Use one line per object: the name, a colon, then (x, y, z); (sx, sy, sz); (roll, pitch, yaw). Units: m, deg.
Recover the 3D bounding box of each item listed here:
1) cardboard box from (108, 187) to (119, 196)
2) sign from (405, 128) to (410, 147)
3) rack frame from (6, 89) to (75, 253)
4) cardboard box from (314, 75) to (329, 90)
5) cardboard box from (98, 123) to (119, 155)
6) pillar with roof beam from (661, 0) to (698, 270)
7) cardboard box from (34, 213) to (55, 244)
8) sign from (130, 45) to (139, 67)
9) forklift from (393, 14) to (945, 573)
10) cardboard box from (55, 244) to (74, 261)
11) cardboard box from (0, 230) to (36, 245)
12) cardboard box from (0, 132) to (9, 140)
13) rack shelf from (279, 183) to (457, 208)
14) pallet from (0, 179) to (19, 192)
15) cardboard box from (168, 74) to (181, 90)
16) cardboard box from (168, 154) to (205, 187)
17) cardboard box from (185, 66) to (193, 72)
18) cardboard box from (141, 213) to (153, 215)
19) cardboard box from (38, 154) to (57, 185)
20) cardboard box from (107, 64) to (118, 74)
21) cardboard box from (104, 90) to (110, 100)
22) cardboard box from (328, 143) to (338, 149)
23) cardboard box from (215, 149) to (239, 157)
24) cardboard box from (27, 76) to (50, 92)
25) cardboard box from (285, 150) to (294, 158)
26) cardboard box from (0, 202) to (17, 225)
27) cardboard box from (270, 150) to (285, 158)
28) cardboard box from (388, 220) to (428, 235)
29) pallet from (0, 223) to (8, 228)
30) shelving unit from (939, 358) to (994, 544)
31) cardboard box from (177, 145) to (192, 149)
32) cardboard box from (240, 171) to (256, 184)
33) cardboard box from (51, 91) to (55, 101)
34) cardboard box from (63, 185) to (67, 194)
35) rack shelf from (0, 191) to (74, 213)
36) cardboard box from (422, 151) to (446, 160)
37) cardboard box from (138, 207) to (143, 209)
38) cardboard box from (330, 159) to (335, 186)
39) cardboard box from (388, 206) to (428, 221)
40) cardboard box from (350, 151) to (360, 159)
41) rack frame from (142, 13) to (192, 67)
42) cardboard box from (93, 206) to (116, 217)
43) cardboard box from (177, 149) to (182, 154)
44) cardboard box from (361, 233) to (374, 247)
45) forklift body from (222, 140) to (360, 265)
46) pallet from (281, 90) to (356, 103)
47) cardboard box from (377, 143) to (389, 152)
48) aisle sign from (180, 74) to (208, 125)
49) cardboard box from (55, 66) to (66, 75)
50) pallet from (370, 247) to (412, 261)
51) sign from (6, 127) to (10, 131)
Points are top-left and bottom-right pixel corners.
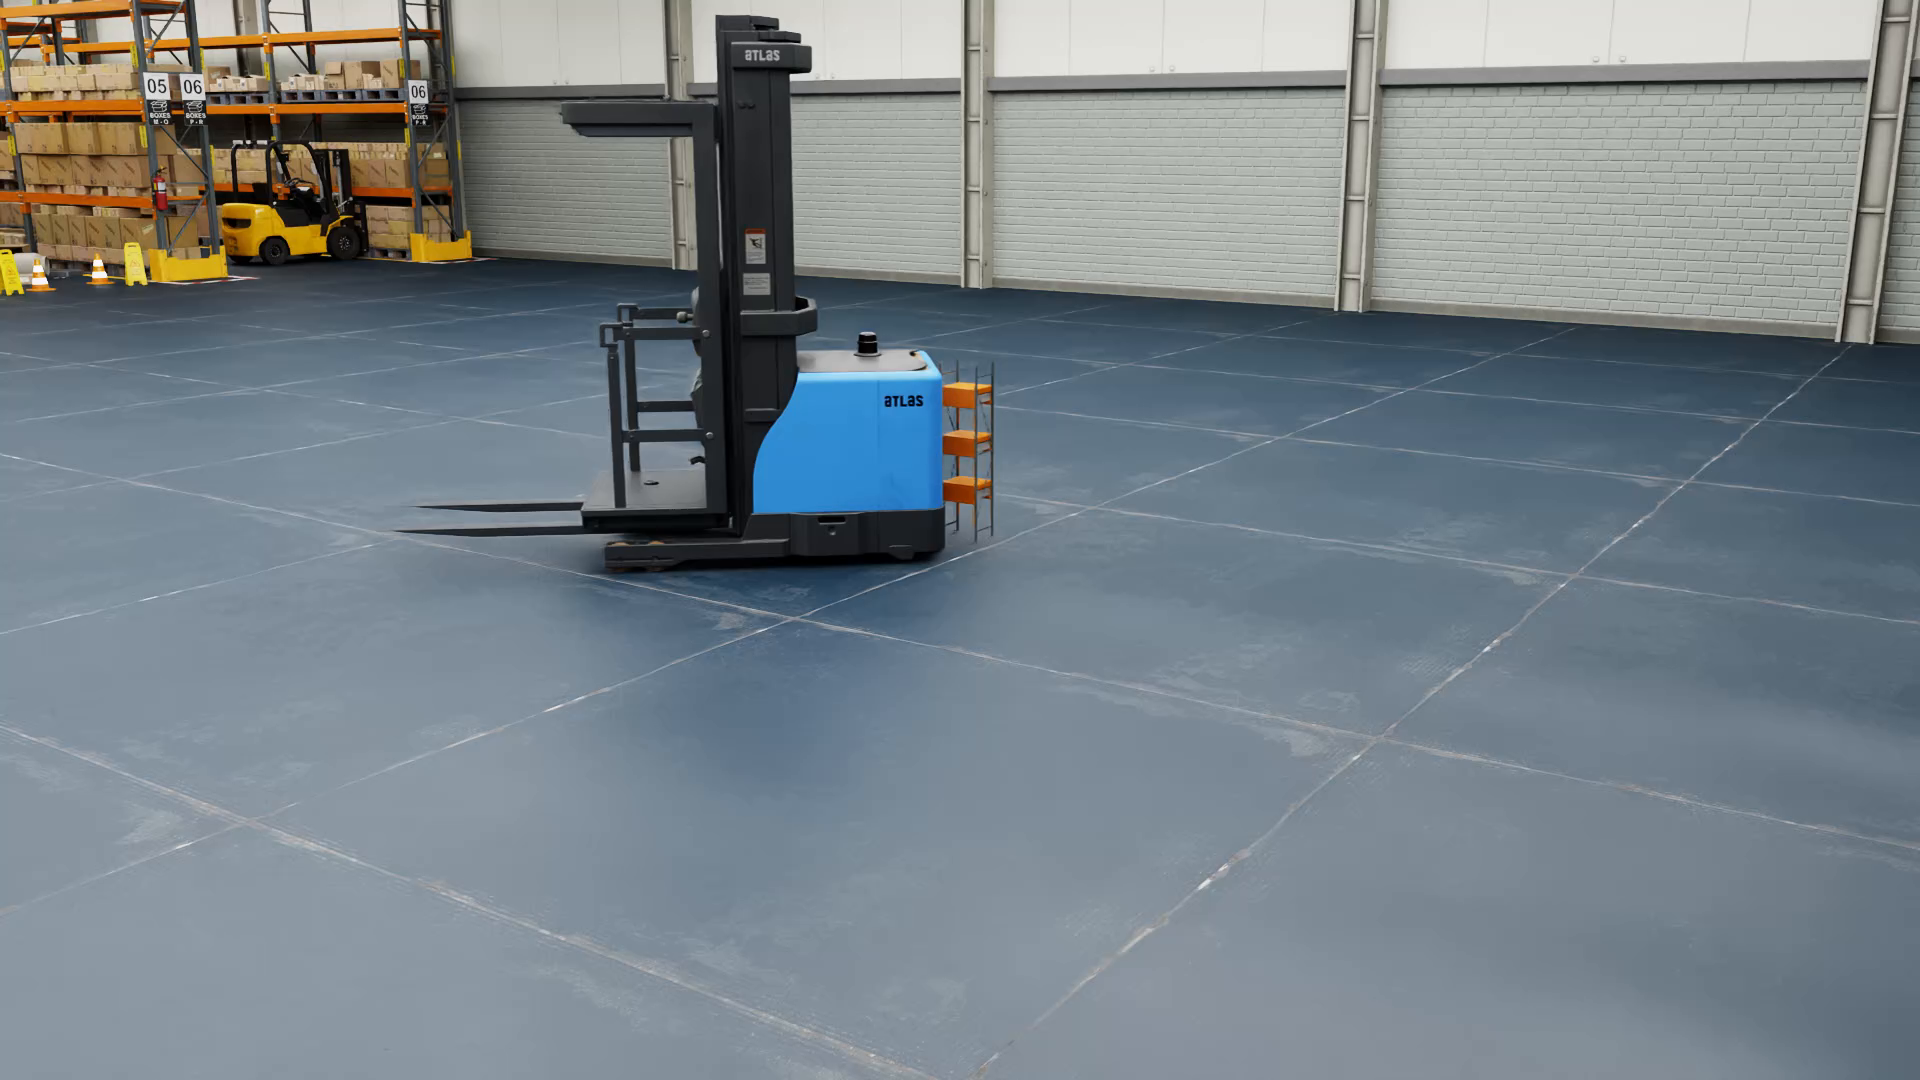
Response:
cardboard box: (-13.521, -5.639, 26.885); (0.250, 0.149, 0.380); (10, 17, 34)
sign: (-9.936, -7.236, 29.908); (0.005, 0.325, 0.100); (9, 17, 33)
rack frame: (-15.707, -6.211, 28.672); (0.127, 3.000, 1.000); (9, 17, 33)
cardboard box: (-11.878, -8.585, 31.217); (0.258, 0.266, 0.396); (9, 16, 31)
cardboard box: (-13.350, -6.447, 26.718); (0.500, 0.500, 0.700); (9, 17, 33)
pillar with roof beam: (-7.120, -8.187, 24.169); (0.400, 9.000, 9.100); (9, 17, 33)
cardboard box: (-15.369, -5.311, 28.325); (0.500, 0.500, 0.500); (10, 17, 35)
sign: (-12.715, -7.453, 25.602); (0.005, 0.325, 0.100); (9, 17, 33)
forklift: (-1.636, -1.377, 9.285); (3.031, 2.935, 1.130); (-1, 14, -6)
cardboard box: (-14.919, -4.878, 28.135); (0.500, 0.250, 0.500); (10, 17, 36)
cardboard box: (-16.742, -5.305, 29.606); (0.625, 0.372, 0.950); (10, 17, 36)
cardboard box: (-16.796, -7.030, 28.927); (0.250, 0.149, 0.380); (9, 16, 31)
rack shelf: (-11.281, -6.584, 31.675); (4.000, 0.370, 1.077); (9, 17, 33)
pallet: (-16.260, -6.250, 29.226); (1.213, 0.211, 1.003); (9, 17, 33)
cardboard box: (-12.657, -7.323, 26.614); (0.500, 0.250, 0.500); (9, 16, 32)
cardboard box: (-12.627, -5.987, 26.937); (0.500, 0.500, 0.500); (9, 16, 32)
cardboard box: (-15.320, -9.301, 33.623); (0.500, 0.500, 0.700); (9, 16, 32)
cardboard box: (-13.771, -5.212, 27.925); (0.500, 0.500, 0.500); (10, 17, 34)
cardboard box: (-15.068, -6.227, 27.908); (0.500, 0.500, 0.500); (9, 17, 33)
cardboard box: (-13.248, -7.455, 26.318); (0.250, 0.149, 0.380); (9, 16, 32)
cardboard box: (-13.440, -7.117, 26.613); (0.250, 0.149, 0.380); (9, 17, 33)
cardboard box: (-11.728, -7.450, 31.501); (0.250, 0.149, 0.380); (9, 17, 33)
cardboard box: (-14.688, -7.752, 33.338); (0.250, 0.149, 0.380); (9, 16, 31)
cardboard box: (-15.062, -7.558, 27.563); (0.500, 0.250, 0.500); (9, 17, 32)
cardboard box: (-12.823, -7.470, 32.198); (0.250, 0.149, 0.380); (9, 16, 32)
cardboard box: (-21.755, -7.578, 38.521); (0.500, 0.500, 0.700); (10, 17, 35)
cardboard box: (-13.348, -7.566, 32.588); (0.250, 0.149, 0.380); (10, 17, 35)
cardboard box: (-10.200, -5.780, 30.737); (0.500, 0.250, 0.500); (9, 16, 32)
pallet: (-22.172, -7.340, 39.036); (1.213, 0.211, 1.003); (9, 17, 33)
shelving unit: (0.039, -0.520, 9.739); (0.252, 1.050, 0.215); (9, 16, 31)
cardboard box: (-16.599, -8.090, 35.181); (0.500, 0.500, 0.500); (10, 17, 35)
cardboard box: (-13.925, -7.210, 33.020); (0.500, 0.250, 0.500); (9, 17, 32)
cardboard box: (-14.731, -7.318, 27.422); (0.250, 0.149, 0.380); (9, 16, 31)
cardboard box: (-14.725, -5.860, 27.778); (0.250, 0.149, 0.380); (9, 17, 33)
rack shelf: (-17.367, -6.130, 29.842); (4.000, 0.370, 1.077); (9, 17, 33)
cardboard box: (-9.758, -7.126, 30.808); (0.250, 0.149, 0.380); (9, 16, 31)
cardboard box: (-17.248, -7.133, 35.376); (0.250, 0.149, 0.380); (9, 16, 31)
cardboard box: (-11.856, -7.004, 31.667); (0.500, 0.500, 0.500); (9, 17, 32)
cardboard box: (-10.177, -6.019, 30.663); (0.500, 0.250, 0.500); (10, 17, 35)
cardboard box: (-11.143, -7.186, 31.053); (0.250, 0.149, 0.380); (9, 17, 33)
rack frame: (-16.259, -10.650, 34.118); (0.127, 3.000, 1.000); (9, 17, 33)
cardboard box: (-13.965, -5.384, 27.269); (0.250, 0.149, 0.380); (10, 17, 35)
cardboard box: (-15.937, -7.964, 34.196); (0.250, 0.149, 0.380); (10, 17, 34)
cardboard box: (-11.005, -5.672, 31.340); (0.500, 0.250, 0.500); (9, 17, 33)
forklift body: (-12.213, -6.144, 30.165); (1.214, 2.155, 2.313); (9, 17, 33)
pallet: (-12.218, -8.505, 31.881); (1.213, 0.211, 1.003); (9, 17, 33)
cardboard box: (-10.490, -7.235, 30.632); (0.250, 0.149, 0.380); (10, 17, 34)
aisle sign: (-12.164, -6.990, 26.409); (0.004, 0.787, 0.394); (9, 17, 33)
cardboard box: (-14.517, -7.661, 27.151); (0.250, 0.149, 0.380); (9, 16, 32)
pallet: (-10.279, -5.406, 31.221); (1.213, 0.211, 1.003); (9, 17, 33)
sign: (-22.571, -9.634, 39.432); (0.005, 0.325, 0.100); (9, 17, 33)
